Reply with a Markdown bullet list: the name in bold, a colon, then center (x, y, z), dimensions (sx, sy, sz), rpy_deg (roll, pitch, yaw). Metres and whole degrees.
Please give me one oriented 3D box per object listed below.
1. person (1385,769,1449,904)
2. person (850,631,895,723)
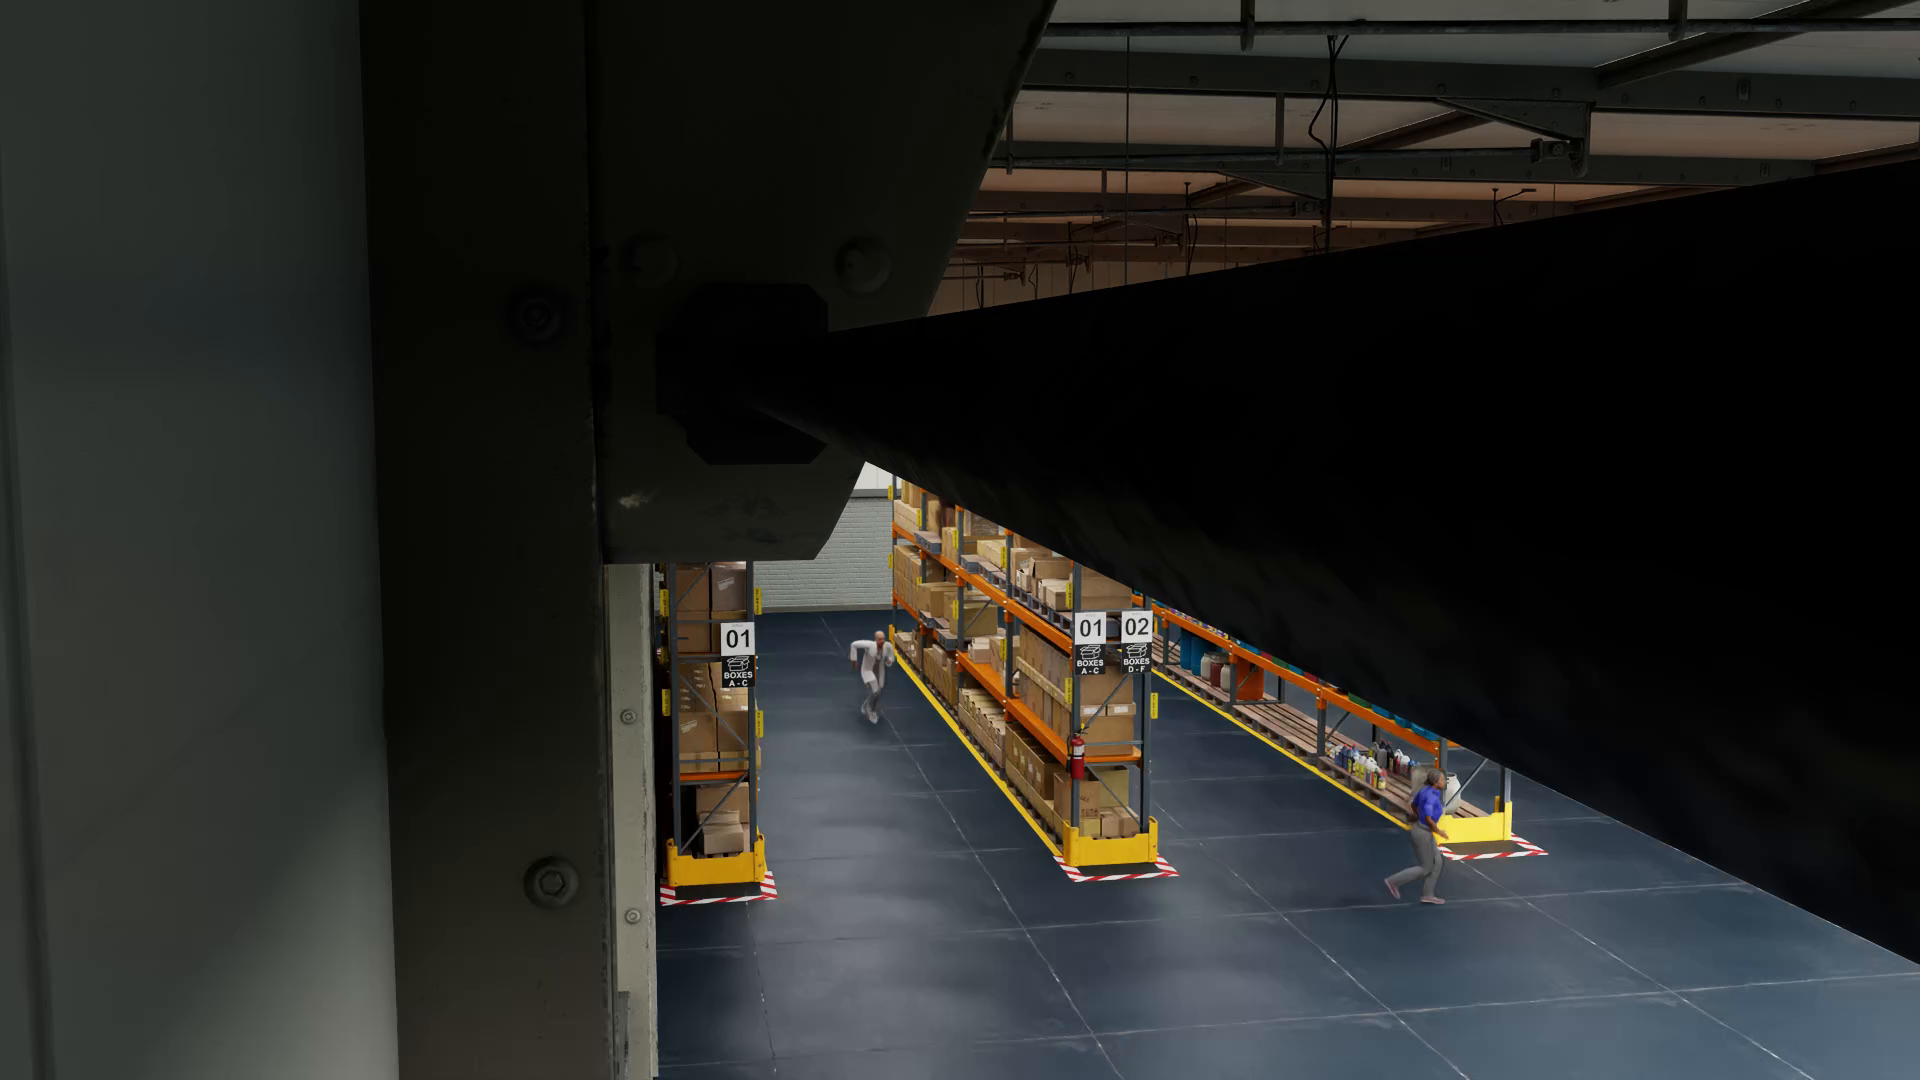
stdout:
- **person**: center (5.315, 3.454, 19.361), dimensions (0.713, 1.608, 0.579), rpy_deg (1, 6, 7)
- **person**: center (-1.541, 2.384, 29.097), dimensions (0.751, 1.682, 1.043), rpy_deg (-3, 7, -24)
